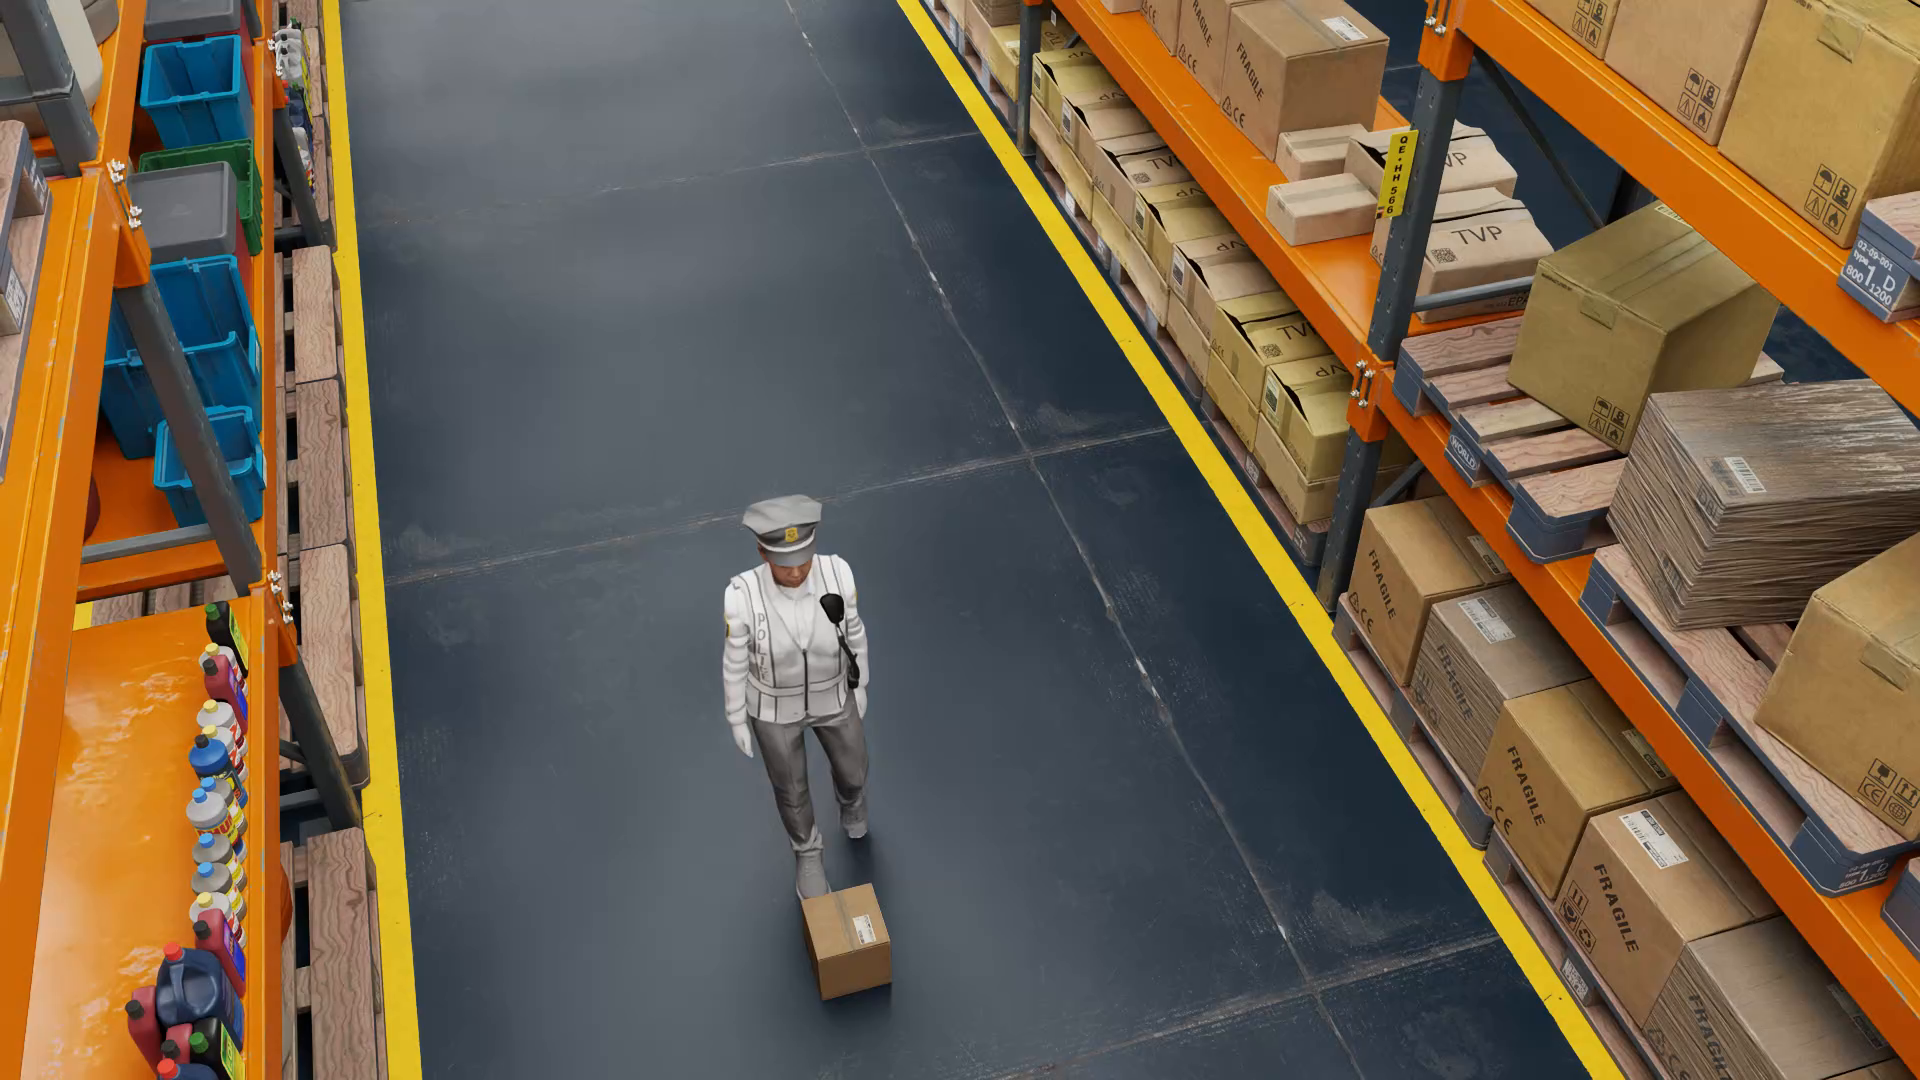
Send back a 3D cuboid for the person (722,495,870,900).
[{"bbox_3d":[-0.534,0.558,5.564,0.503,1.726,0.486,-12,44,-13],"label":"person"}]
